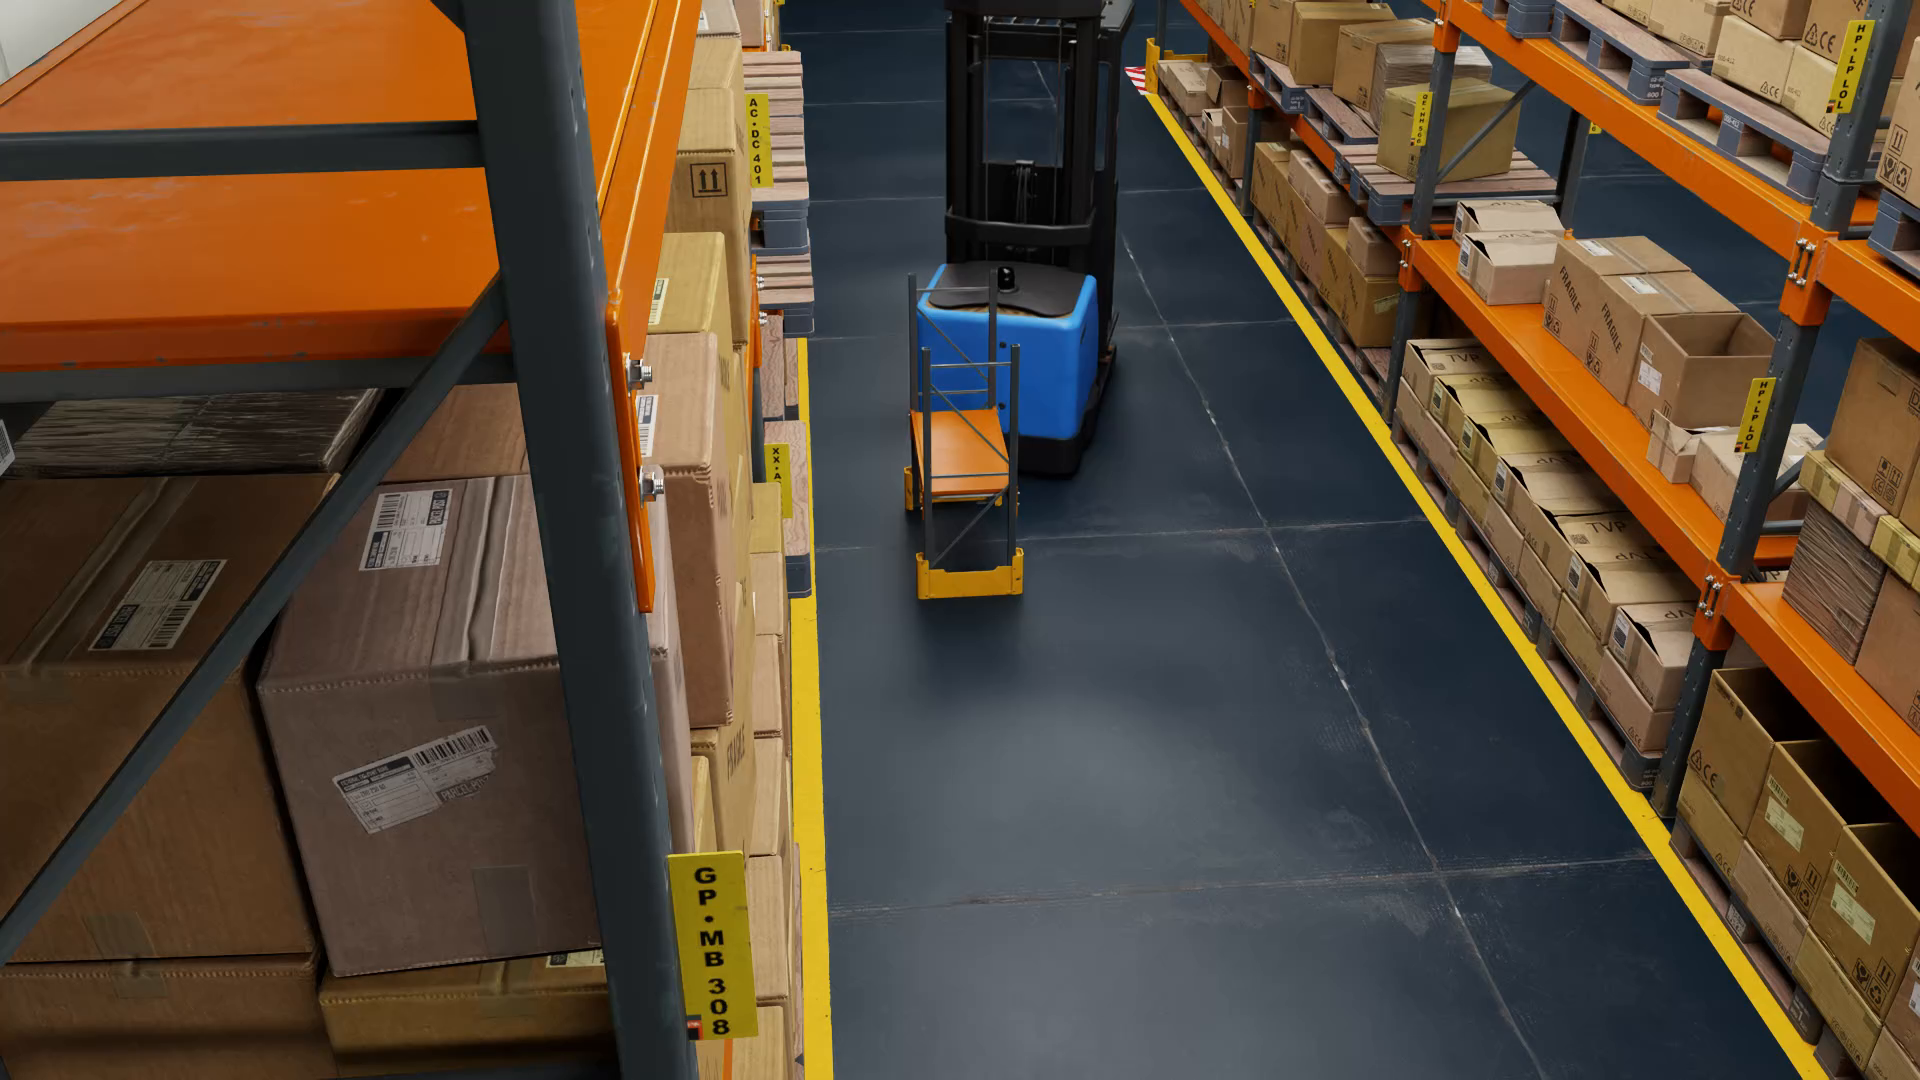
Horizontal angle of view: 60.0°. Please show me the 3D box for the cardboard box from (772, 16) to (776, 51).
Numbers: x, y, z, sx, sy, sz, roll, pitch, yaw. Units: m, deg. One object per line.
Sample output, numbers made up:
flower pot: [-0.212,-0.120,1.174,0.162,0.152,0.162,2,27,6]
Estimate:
cardboard box: [-1.631,-3.602,12.448,0.500,0.500,0.500,-3,31,-4]

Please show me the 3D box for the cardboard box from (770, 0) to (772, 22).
cardboard box: [-1.646,-3.920,12.249,0.500,0.250,0.500,-2,31,-4]

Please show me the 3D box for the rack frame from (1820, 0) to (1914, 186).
rack frame: [3.696,-2.637,5.389,1.000,3.000,0.127,-3,31,-5]

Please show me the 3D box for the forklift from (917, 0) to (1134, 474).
forklift: [0.502,-2.410,10.927,1.130,2.935,3.031,6,31,10]

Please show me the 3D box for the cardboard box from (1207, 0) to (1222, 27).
cardboard box: [2.547,-4.957,15.026,0.500,0.500,0.500,-2,31,-3]

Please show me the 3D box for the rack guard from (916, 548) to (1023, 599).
rack guard: [0.054,0.186,9.196,0.587,0.250,0.087,-3,31,-5]

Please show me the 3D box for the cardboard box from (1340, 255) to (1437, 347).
cardboard box: [3.001,-1.685,11.655,0.500,0.500,0.500,-2,31,-3]

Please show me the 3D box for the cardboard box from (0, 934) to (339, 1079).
cardboard box: [-1.153,0.680,2.644,0.500,0.500,0.500,-1,31,-1]

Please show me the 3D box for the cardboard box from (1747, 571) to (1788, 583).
cardboard box: [3.864,0.220,8.183,0.500,0.311,0.500,-3,31,-5]

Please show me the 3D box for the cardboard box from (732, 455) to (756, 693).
cardboard box: [-0.711,0.158,3.519,0.500,0.500,0.500,-1,31,-2]

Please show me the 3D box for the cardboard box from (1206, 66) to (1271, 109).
cardboard box: [2.768,-4.221,15.898,0.797,0.503,0.637,-3,31,-5]

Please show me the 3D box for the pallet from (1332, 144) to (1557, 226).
pallet: [3.189,-2.364,10.969,1.213,0.211,1.003,-3,31,-5]

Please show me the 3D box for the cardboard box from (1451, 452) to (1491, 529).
cardboard box: [3.182,-0.300,9.599,0.500,0.250,0.500,-4,31,-6]

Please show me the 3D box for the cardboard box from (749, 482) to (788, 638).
cardboard box: [-0.883,0.139,5.989,0.500,0.500,0.500,-3,31,-5]

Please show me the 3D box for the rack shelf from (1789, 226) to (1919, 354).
rack shelf: [3.883,-0.019,4.633,1.077,0.370,4.000,-3,31,-5]

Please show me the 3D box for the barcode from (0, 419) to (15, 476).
barcode: [-1.426,-0.136,2.470,0.001,0.075,0.075,-3,31,-5]

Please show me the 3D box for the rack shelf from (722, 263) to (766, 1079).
rack shelf: [-1.049,0.220,4.233,1.077,0.370,4.000,-3,31,-5]

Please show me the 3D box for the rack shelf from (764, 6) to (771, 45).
rack shelf: [-1.796,-3.864,11.071,1.077,0.370,4.000,-3,31,-5]

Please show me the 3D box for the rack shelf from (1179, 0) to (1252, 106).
rack shelf: [2.762,-4.858,15.659,1.077,0.370,4.000,-3,31,-5]

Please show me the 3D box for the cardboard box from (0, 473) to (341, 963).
cardboard box: [-1.162,0.244,2.399,0.500,0.500,0.500,-1,31,-2]

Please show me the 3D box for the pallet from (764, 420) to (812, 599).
pallet: [-1.162,-0.137,7.241,1.003,0.211,1.213,-3,31,-5]

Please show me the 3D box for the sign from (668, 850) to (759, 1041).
sign: [-0.321,0.531,2.158,0.100,0.325,0.005,-3,31,-5]

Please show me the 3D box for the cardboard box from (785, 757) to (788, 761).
cardboard box: [-0.851,0.716,5.753,0.500,0.250,0.500,-3,31,-4]

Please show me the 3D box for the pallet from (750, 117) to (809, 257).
pallet: [-1.187,-1.349,6.342,1.213,0.211,1.003,-3,31,-5]

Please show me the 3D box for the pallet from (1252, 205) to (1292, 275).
pallet: [3.062,-2.535,13.788,1.003,0.211,1.213,-3,31,-5]

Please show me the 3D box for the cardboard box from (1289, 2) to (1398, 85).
cardboard box: [2.898,-3.768,12.627,0.700,0.500,0.500,2,31,3]

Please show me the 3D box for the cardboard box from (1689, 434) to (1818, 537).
cardboard box: [3.607,-0.246,7.383,0.500,0.250,0.500,-1,31,-1]

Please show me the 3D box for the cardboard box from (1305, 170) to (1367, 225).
cardboard box: [2.892,-2.558,12.385,0.500,0.250,0.500,-3,31,-6]

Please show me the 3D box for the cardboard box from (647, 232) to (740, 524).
cardboard box: [-0.711,-0.276,3.270,0.500,0.500,0.500,-2,31,-3]

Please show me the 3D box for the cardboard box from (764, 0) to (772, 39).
cardboard box: [-1.599,-3.659,11.813,0.500,0.250,0.500,-2,31,-4]

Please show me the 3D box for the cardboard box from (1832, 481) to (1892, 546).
cardboard box: [3.552,-0.108,6.276,0.380,0.149,0.250,-2,31,-4]

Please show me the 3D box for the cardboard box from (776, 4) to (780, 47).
cardboard box: [-2.080,-4.686,14.377,0.980,0.700,0.700,-4,31,-6]

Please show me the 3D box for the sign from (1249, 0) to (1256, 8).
sign: [2.409,-4.487,13.493,0.100,0.325,0.005,-3,31,-5]

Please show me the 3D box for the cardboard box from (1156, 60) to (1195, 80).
cardboard box: [2.272,-4.922,17.417,0.380,0.149,0.250,-3,31,-5]

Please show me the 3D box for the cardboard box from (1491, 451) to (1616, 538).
cardboard box: [3.231,-0.272,9.005,0.500,0.311,0.500,-3,31,-5]

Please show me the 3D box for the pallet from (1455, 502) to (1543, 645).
pallet: [3.471,0.138,9.314,1.003,0.211,1.213,-3,31,-5]

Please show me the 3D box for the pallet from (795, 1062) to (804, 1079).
pallet: [-1.020,2.341,5.626,1.003,0.211,1.213,-3,31,-5]

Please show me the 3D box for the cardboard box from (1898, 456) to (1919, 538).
cardboard box: [3.792,-0.177,5.759,0.700,0.500,0.500,-3,31,-5]

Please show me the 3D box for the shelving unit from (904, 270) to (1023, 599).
shelving unit: [0.007,-0.605,9.301,0.587,1.500,1.083,-3,31,-5]

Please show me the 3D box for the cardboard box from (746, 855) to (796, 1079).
cardboard box: [-0.685,1.179,4.246,0.500,0.500,0.500,-4,31,-6]

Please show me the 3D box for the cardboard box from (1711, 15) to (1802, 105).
cardboard box: [3.594,-2.060,7.086,0.500,0.250,0.500,-6,31,-9]

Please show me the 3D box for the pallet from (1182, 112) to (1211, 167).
pallet: [2.768,-3.923,16.113,1.003,0.211,1.213,-3,31,-5]

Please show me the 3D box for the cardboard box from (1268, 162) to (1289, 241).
cardboard box: [2.812,-2.731,13.406,0.500,0.500,0.500,-2,31,-4]

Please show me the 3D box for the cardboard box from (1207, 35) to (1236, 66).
cardboard box: [2.871,-5.038,17.268,0.500,0.500,0.500,-3,31,-5]

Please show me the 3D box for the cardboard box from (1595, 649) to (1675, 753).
cardboard box: [3.369,0.741,7.856,0.500,0.250,0.500,-3,31,-5]

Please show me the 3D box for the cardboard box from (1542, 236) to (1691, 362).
cardboard box: [3.496,-1.290,8.888,0.500,0.500,0.500,-4,31,-7]

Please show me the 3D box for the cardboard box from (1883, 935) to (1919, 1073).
cardboard box: [3.570,1.635,5.629,0.500,0.500,0.500,-3,31,-5]

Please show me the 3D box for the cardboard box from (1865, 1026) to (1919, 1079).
cardboard box: [3.574,1.957,5.822,0.500,0.250,0.500,-3,31,-5]
